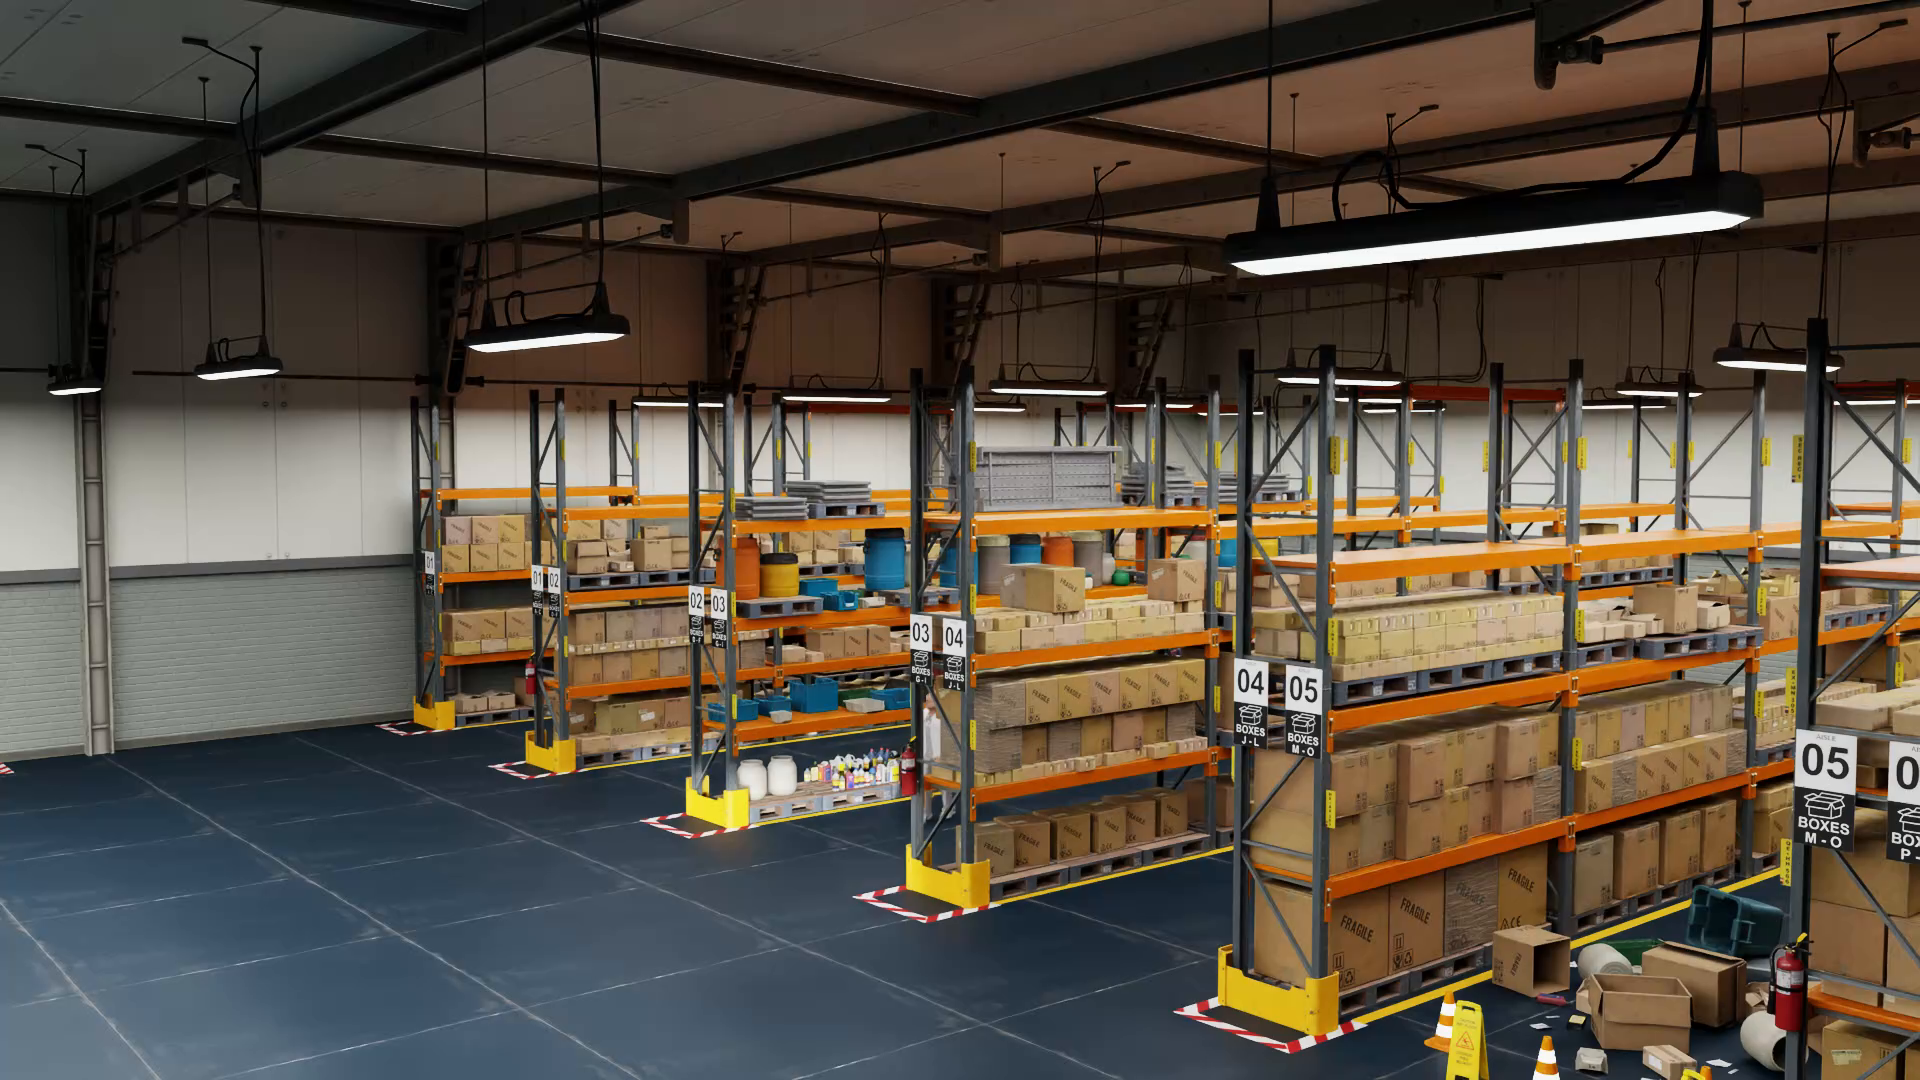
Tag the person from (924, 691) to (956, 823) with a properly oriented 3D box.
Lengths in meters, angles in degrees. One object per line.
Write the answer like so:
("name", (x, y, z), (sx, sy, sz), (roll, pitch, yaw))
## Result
("person", (-0.342, 2.969, 22.620), (0.606, 1.847, 0.747), (3, 4, 37))
